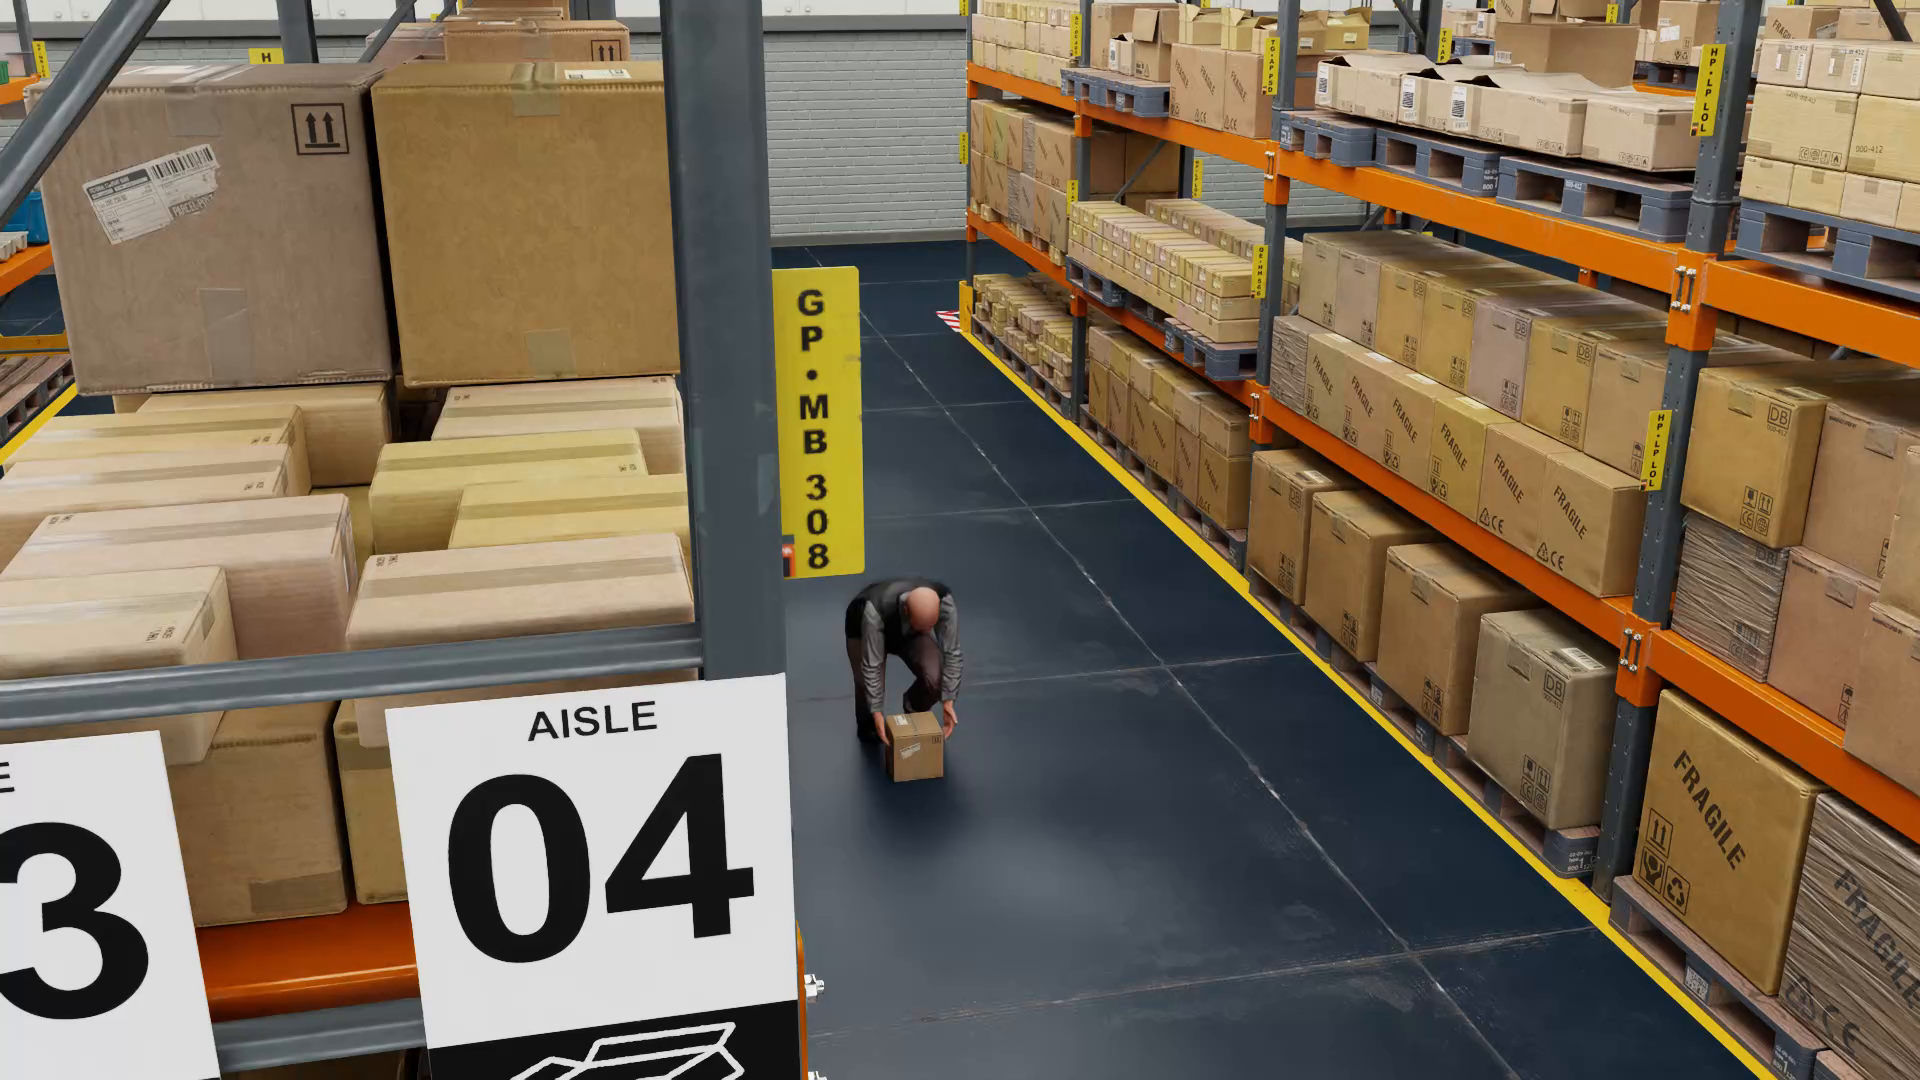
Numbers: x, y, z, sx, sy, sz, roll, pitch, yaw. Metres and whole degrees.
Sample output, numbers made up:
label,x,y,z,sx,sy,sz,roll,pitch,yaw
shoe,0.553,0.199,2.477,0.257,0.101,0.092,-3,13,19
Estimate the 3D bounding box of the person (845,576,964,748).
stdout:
label,x,y,z,sx,sy,sz,roll,pitch,yaw
person,-0.294,0.590,8.600,0.547,0.951,0.865,-5,20,-13
